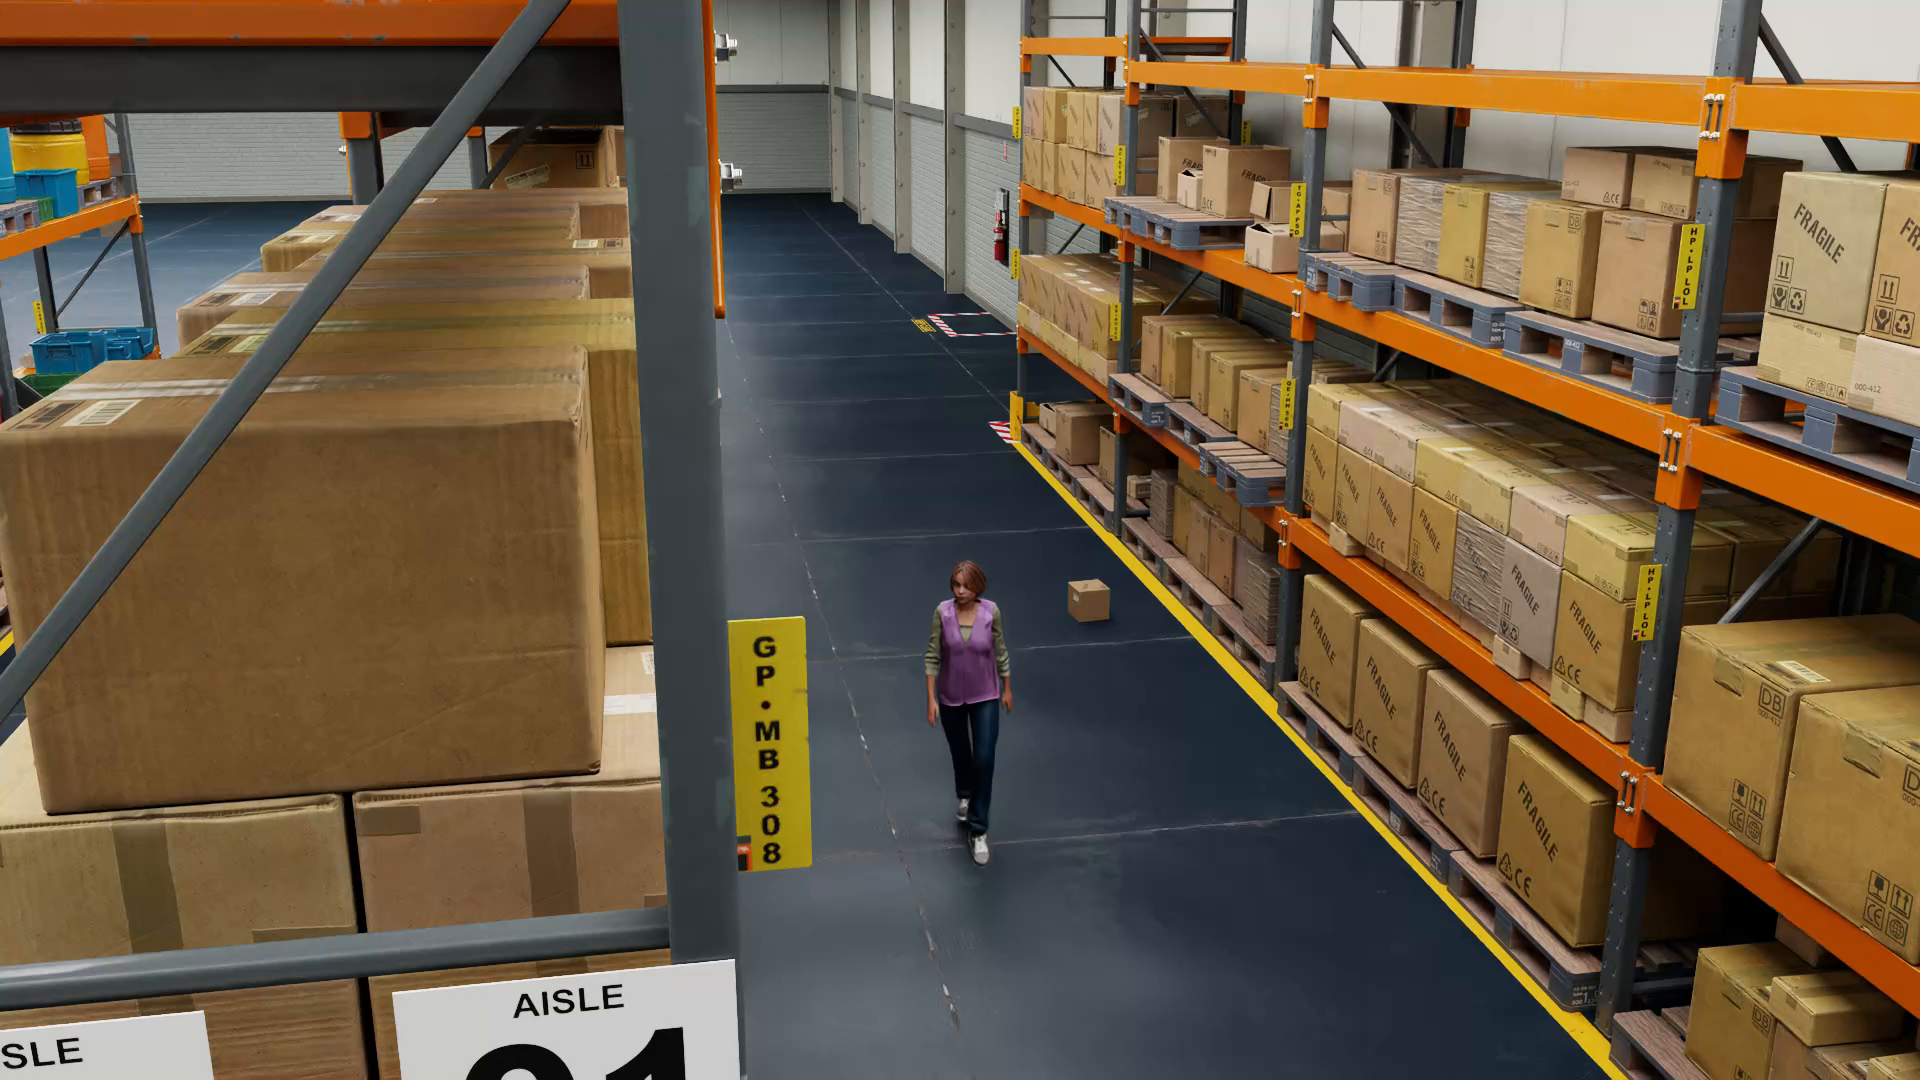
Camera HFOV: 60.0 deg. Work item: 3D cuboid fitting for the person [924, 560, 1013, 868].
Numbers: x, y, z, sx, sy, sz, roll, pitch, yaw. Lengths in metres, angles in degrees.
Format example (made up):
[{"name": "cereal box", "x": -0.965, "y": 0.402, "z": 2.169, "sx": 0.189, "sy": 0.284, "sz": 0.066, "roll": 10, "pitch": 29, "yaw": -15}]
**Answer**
[{"name": "person", "x": 0.039, "y": 0.897, "z": 9.072, "sx": 0.467, "sy": 1.614, "sz": 0.719, "roll": 2, "pitch": 17, "yaw": 8}]
